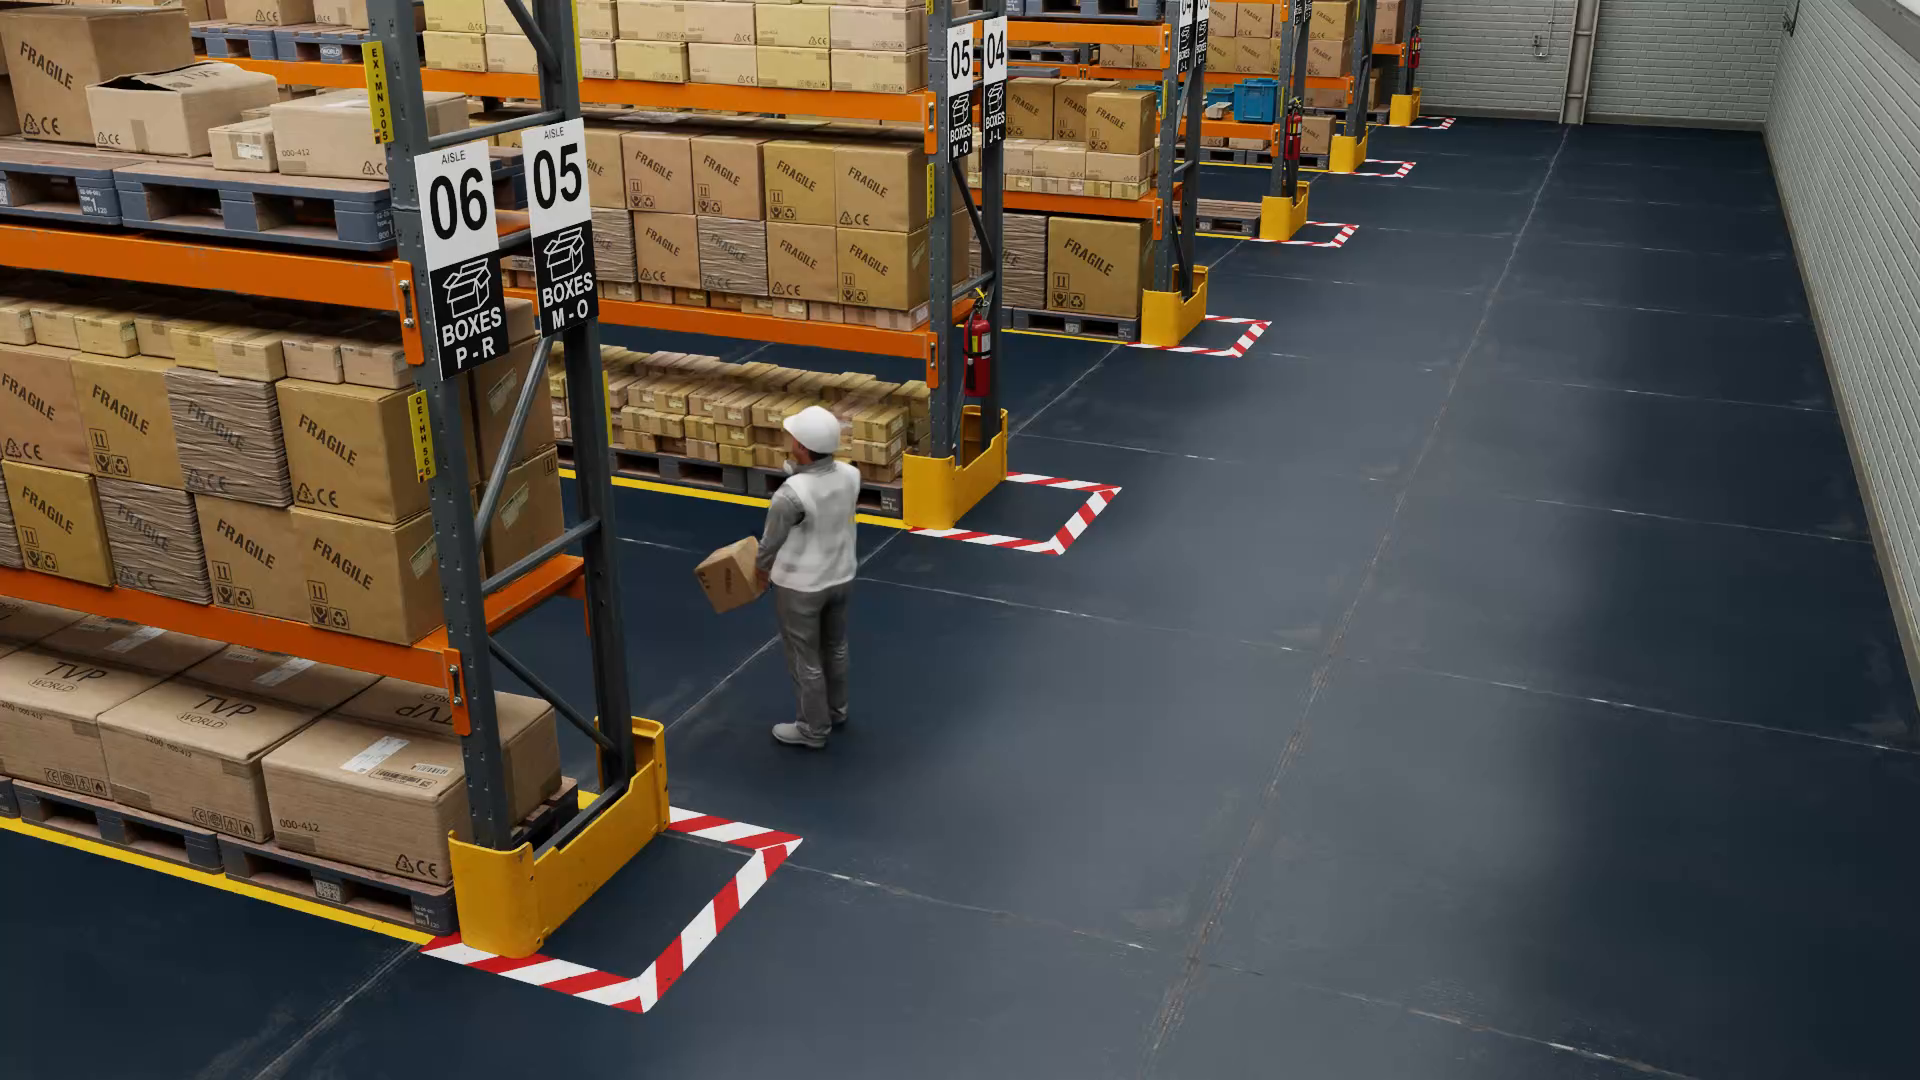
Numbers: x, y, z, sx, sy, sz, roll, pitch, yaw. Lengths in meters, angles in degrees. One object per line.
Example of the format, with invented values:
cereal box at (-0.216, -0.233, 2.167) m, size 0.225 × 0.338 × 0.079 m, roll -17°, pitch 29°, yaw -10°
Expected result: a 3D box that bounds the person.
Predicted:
person at (-0.761, 0.169, 8.131) m, size 0.523 × 1.775 × 0.526 m, roll 20°, pitch 30°, yaw 40°
